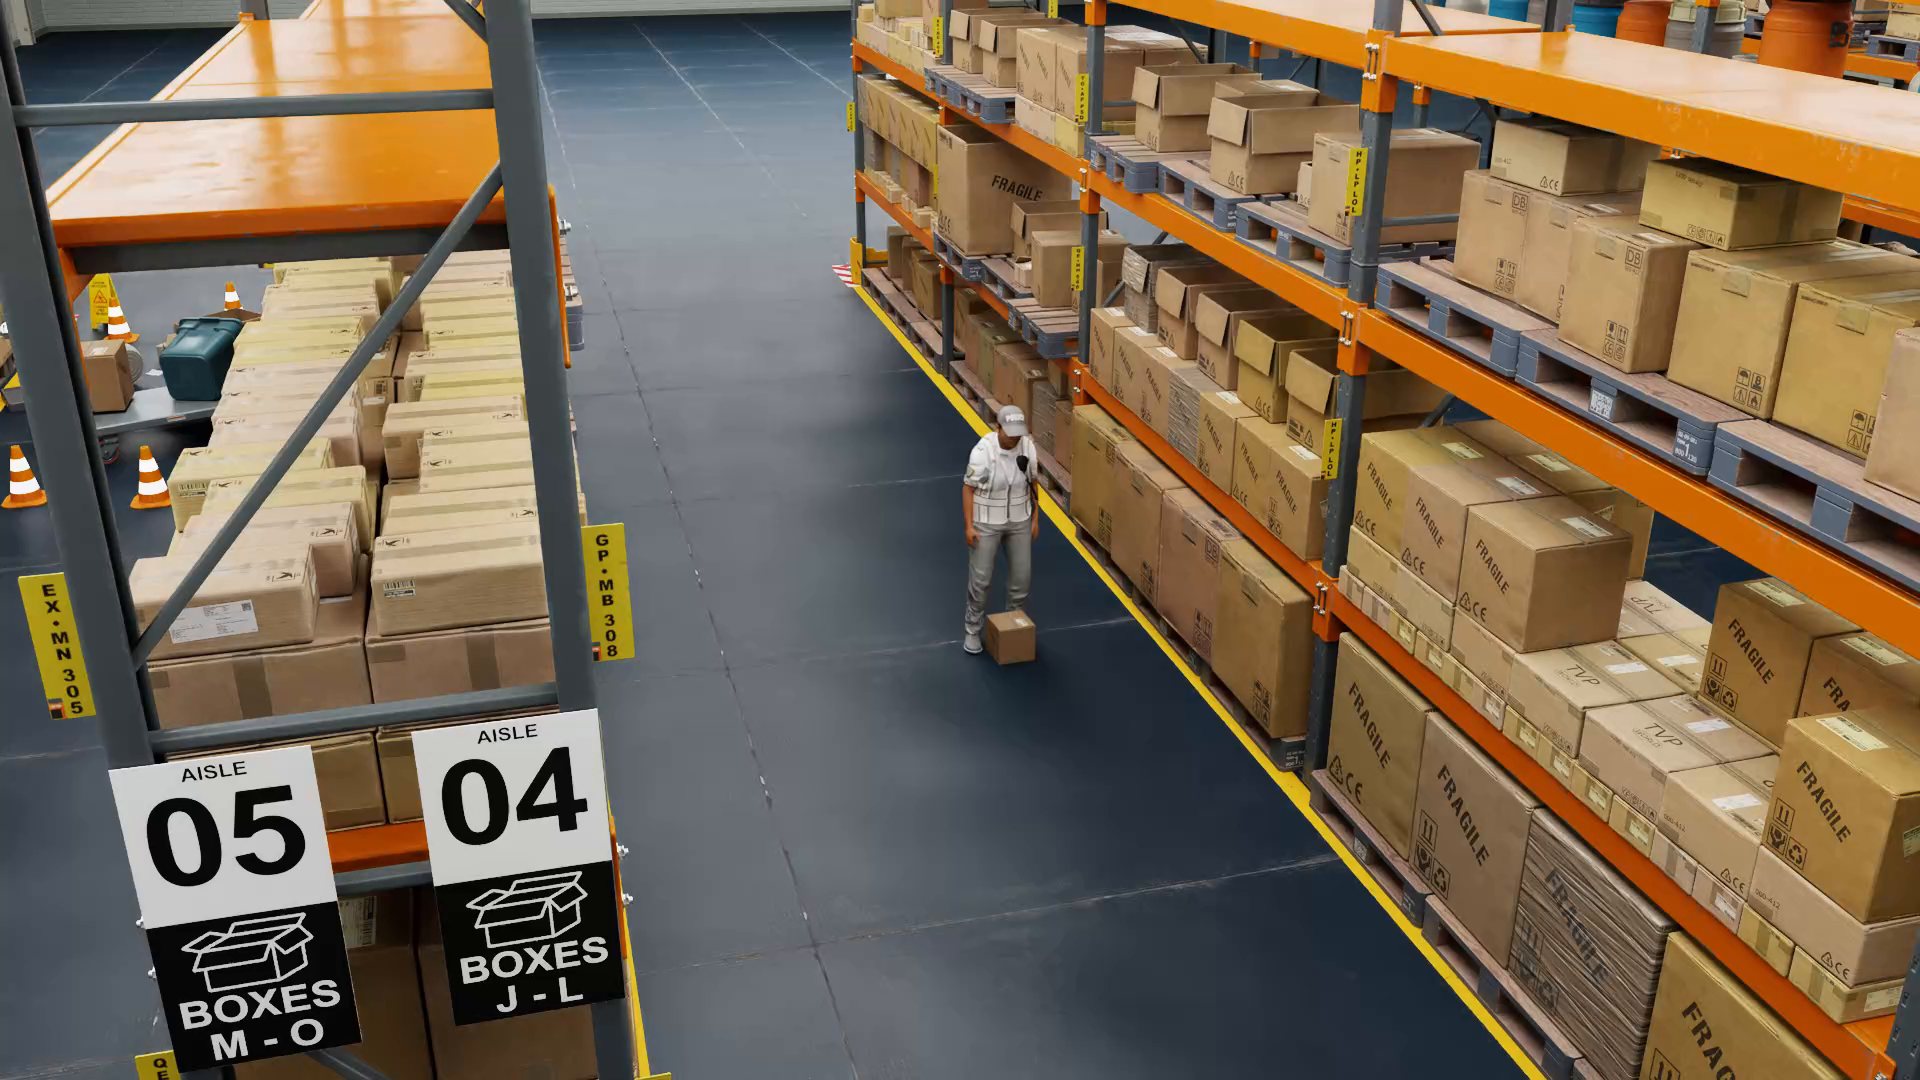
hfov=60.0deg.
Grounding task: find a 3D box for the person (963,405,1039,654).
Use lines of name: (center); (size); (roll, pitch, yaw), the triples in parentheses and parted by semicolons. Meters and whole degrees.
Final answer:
person: (0.267, -0.093, 10.808); (0.552, 1.664, 0.469); (-7, 24, -17)
